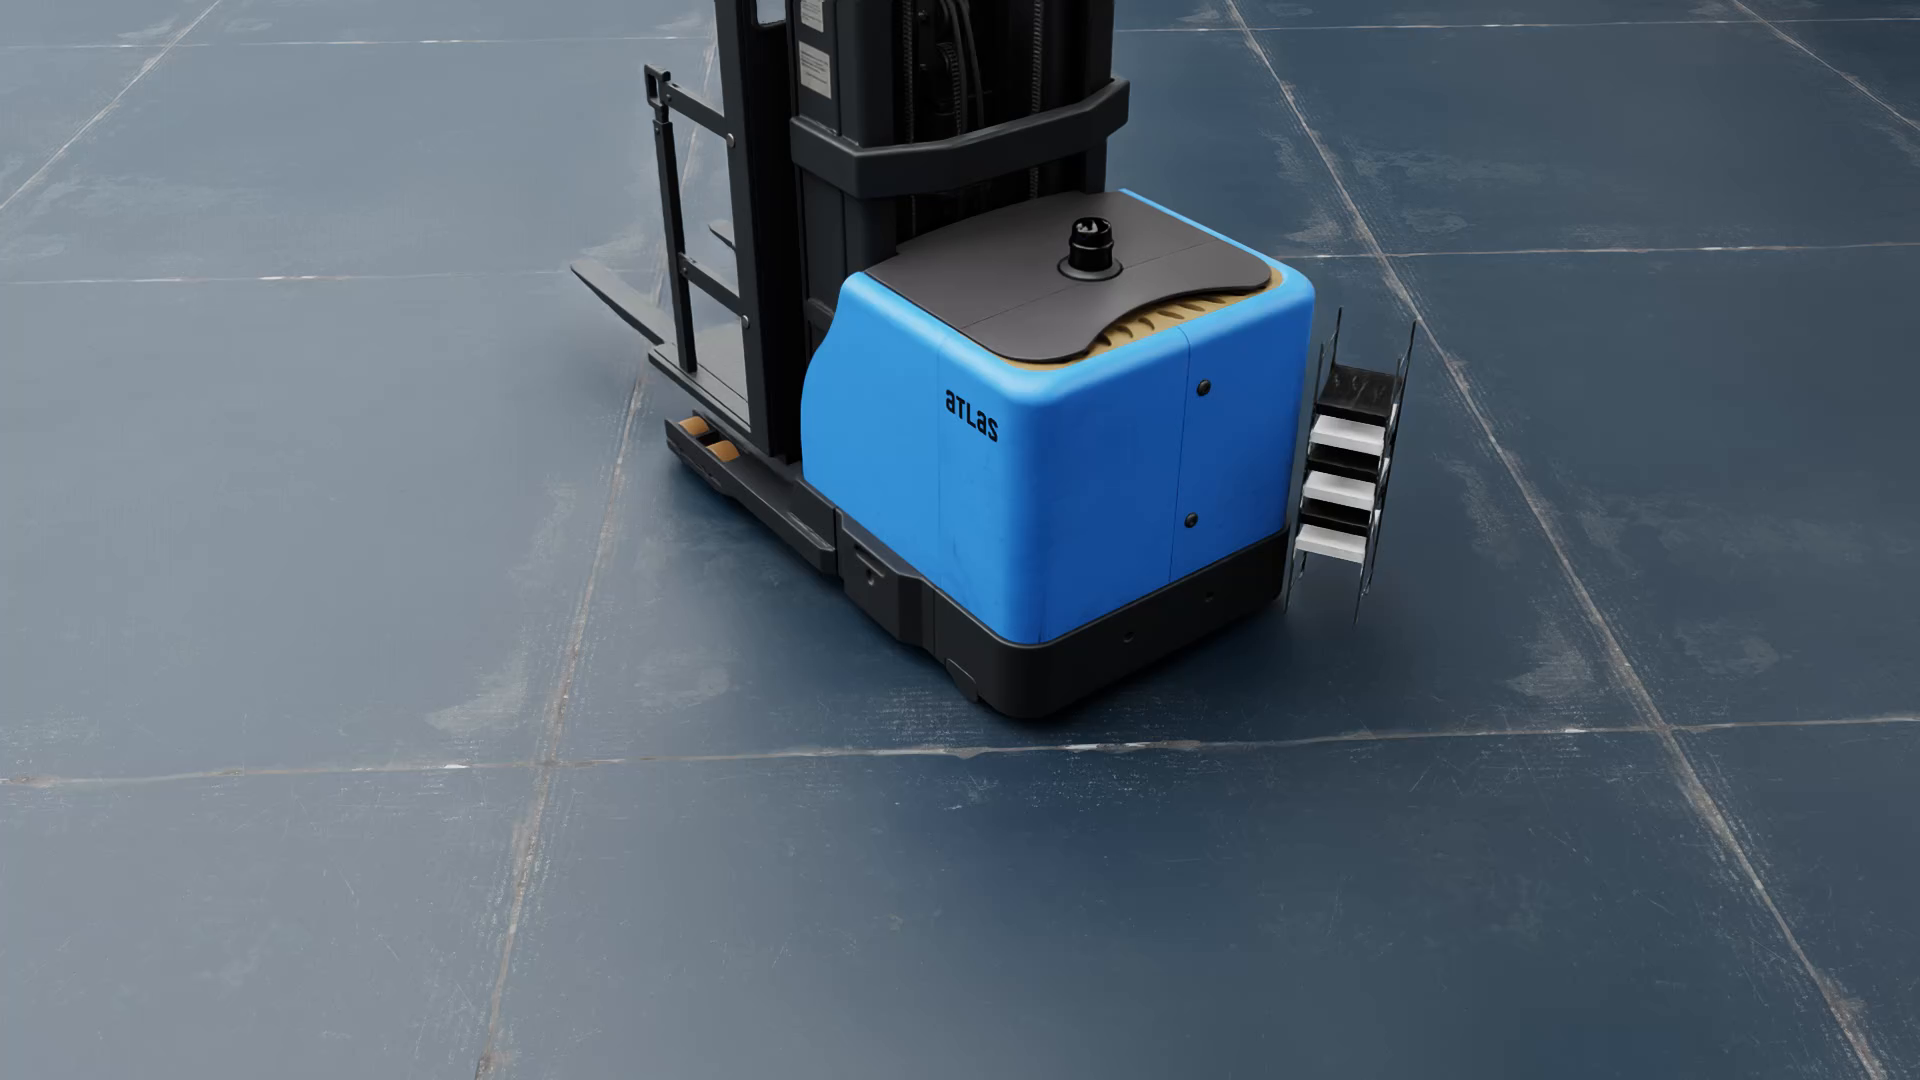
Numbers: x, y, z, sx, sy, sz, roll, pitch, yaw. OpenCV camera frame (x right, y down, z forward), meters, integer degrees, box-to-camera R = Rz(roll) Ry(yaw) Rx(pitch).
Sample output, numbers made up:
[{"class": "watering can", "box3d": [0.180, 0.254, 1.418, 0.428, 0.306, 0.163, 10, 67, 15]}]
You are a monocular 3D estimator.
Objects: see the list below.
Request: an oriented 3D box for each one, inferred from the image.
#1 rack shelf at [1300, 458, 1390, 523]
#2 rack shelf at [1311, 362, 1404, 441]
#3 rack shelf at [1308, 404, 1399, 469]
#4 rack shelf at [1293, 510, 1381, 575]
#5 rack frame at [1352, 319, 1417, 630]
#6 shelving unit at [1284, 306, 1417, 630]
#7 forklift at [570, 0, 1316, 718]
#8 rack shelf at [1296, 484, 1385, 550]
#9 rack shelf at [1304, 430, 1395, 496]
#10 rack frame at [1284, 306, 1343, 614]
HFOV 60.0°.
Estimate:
[{"class": "rack shelf", "box3d": [1.104, -0.165, 4.756, 0.200, 0.077, 0.258, 14, 37, 19]}, {"class": "rack shelf", "box3d": [1.104, -0.387, 4.603, 0.200, 0.077, 0.258, 14, 37, 19]}, {"class": "rack shelf", "box3d": [1.104, -0.313, 4.654, 0.200, 0.077, 0.258, 14, 37, 19]}, {"class": "rack shelf", "box3d": [1.104, -0.017, 4.859, 0.200, 0.077, 0.258, 14, 37, 19]}, {"class": "rack frame", "box3d": [1.198, -0.170, 4.705, 0.006, 0.900, 0.240, 14, 37, 19]}, {"class": "shelving unit", "box3d": [1.104, -0.192, 4.737, 0.210, 0.900, 0.258, 14, 37, 19]}, {"class": "forklift", "box3d": [-0.329, -1.514, 4.862, 1.130, 2.935, 3.031, -23, 41, -29]}, {"class": "rack shelf", "box3d": [1.104, -0.091, 4.808, 0.200, 0.077, 0.258, 14, 37, 19]}, {"class": "rack shelf", "box3d": [1.104, -0.239, 4.705, 0.200, 0.077, 0.258, 14, 37, 19]}, {"class": "rack frame", "box3d": [1.011, -0.215, 4.770, 0.006, 0.900, 0.240, 14, 37, 19]}]
